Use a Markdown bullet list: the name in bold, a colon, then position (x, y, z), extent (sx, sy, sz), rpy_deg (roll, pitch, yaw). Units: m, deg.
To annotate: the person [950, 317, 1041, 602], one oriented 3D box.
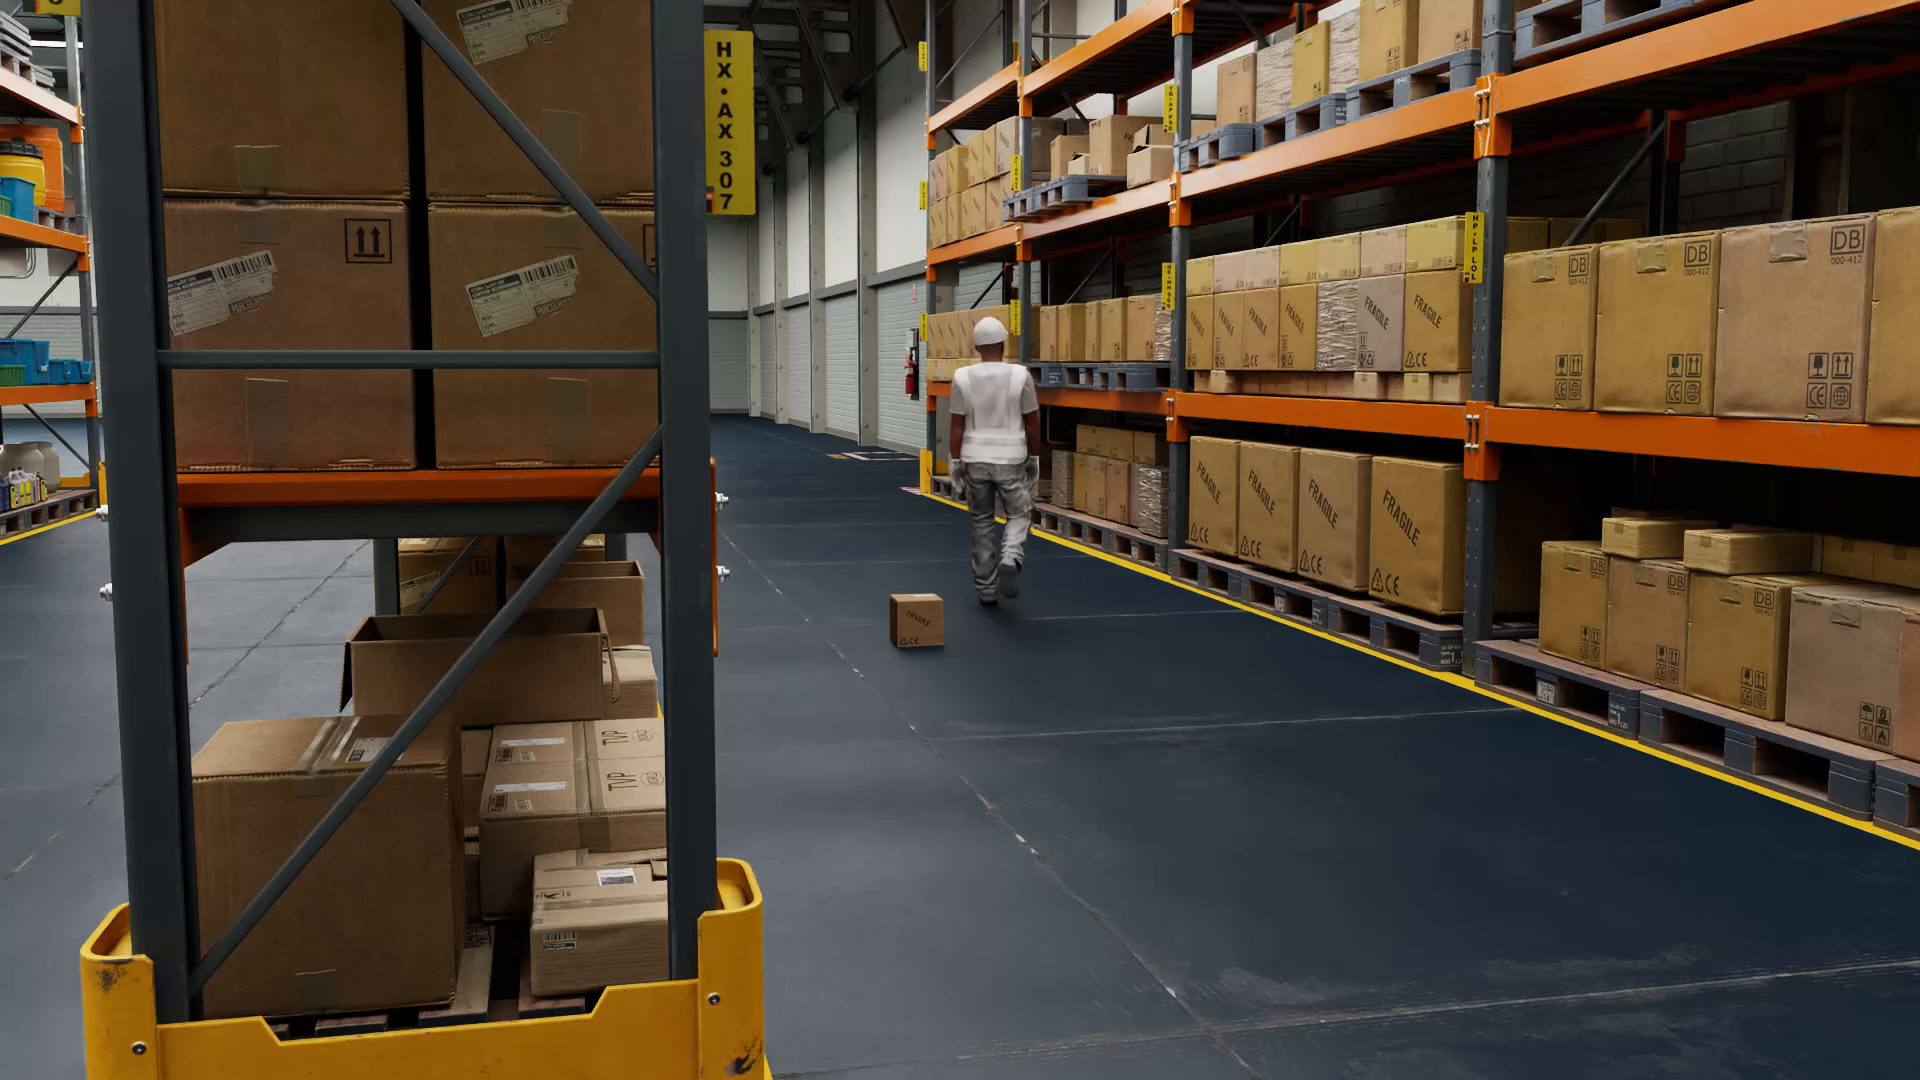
- **person**: position (0.217, -0.481, 10.226), extent (0.557, 1.767, 0.729), rpy_deg (1, 6, 8)
